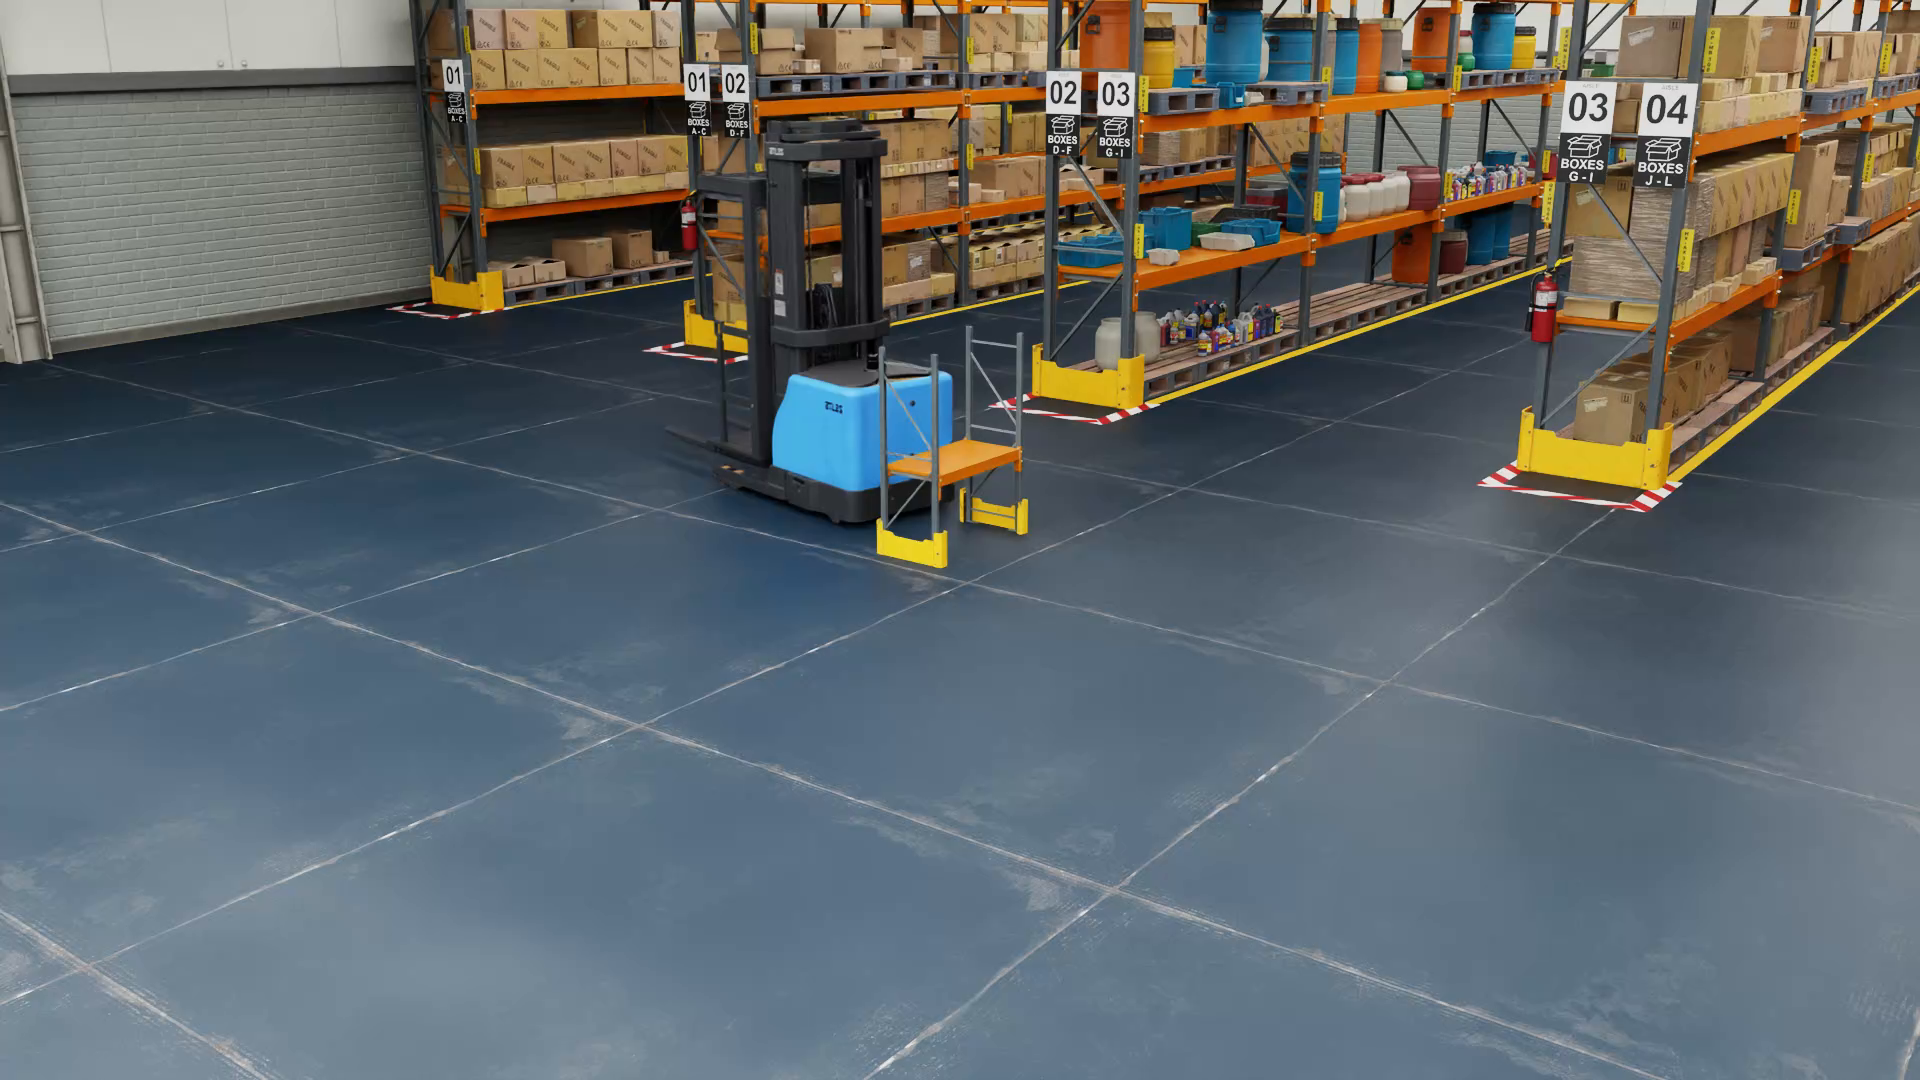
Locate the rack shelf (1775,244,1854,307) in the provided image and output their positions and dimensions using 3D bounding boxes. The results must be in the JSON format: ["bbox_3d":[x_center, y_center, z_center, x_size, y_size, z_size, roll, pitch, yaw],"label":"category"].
[{"bbox_3d":[8.828,-3.042,18.193,1.077,0.370,4.000,12,21,35],"label":"rack shelf"}]

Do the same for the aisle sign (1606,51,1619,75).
[{"bbox_3d":[11.087,-7.849,28.078,0.394,0.787,0.004,12,21,35],"label":"aisle sign"}]

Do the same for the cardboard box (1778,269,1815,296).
[{"bbox_3d":[9.337,-2.943,18.871,0.500,0.250,0.500,16,23,41],"label":"cardboard box"}]

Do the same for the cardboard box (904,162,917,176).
[{"bbox_3d":[-0.765,-4.731,21.158,0.380,0.149,0.250,12,21,35],"label":"cardboard box"}]

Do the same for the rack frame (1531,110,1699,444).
[{"bbox_3d":[5.253,-1.956,13.485,1.000,3.000,0.127,12,21,35],"label":"rack frame"}]

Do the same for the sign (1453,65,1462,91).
[{"bbox_3d":[6.488,-6.024,21.702,0.100,0.325,0.005,12,21,35],"label":"sign"}]

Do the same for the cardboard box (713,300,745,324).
[{"bbox_3d":[-2.618,-2.775,20.050,0.500,0.250,0.500,12,21,35],"label":"cardboard box"}]

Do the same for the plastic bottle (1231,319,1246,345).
[{"bbox_3d":[3.100,-2.328,18.535,0.152,0.276,0.135,13,21,36],"label":"plastic bottle"}]

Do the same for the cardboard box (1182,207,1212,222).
[{"bbox_3d":[3.786,-5.178,27.334,0.500,0.500,0.500,13,21,35],"label":"cardboard box"}]

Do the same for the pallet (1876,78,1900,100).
[{"bbox_3d":[10.361,-5.367,19.728,1.213,0.211,1.003,14,22,37],"label":"pallet"}]

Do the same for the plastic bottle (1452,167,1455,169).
[{"bbox_3d":[7.335,-5.410,24.805,0.061,0.283,0.133,12,21,35],"label":"plastic bottle"}]

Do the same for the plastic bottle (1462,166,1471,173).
[{"bbox_3d":[7.626,-5.500,25.107,0.152,0.276,0.135,12,21,35],"label":"plastic bottle"}]

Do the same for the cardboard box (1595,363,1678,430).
[{"bbox_3d":[5.968,-1.257,14.741,0.500,0.500,0.500,-13,22,-36],"label":"cardboard box"}]

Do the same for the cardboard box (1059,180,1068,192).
[{"bbox_3d":[1.352,-5.179,24.288,0.380,0.149,0.250,14,22,39],"label":"cardboard box"}]

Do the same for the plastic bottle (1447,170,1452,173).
[{"bbox_3d":[7.154,-5.312,24.499,0.152,0.276,0.135,12,21,35],"label":"plastic bottle"}]

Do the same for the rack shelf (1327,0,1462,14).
[{"bbox_3d":[4.851,-6.591,20.181,1.077,0.370,4.000,12,21,35],"label":"rack shelf"}]

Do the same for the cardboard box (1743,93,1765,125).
[{"bbox_3d":[6.655,-3.752,14.464,0.500,0.250,0.500,13,22,36],"label":"cardboard box"}]

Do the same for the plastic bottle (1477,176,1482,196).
[{"bbox_3d":[7.339,-5.019,23.565,0.097,0.271,0.097,0,17,0],"label":"plastic bottle"}]

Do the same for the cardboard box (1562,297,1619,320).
[{"bbox_3d":[5.257,-1.940,13.858,0.380,0.149,0.250,12,21,35],"label":"cardboard box"}]

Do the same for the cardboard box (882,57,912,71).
[{"bbox_3d":[-0.816,-5.905,20.621,0.380,0.149,0.250,12,21,35],"label":"cardboard box"}]

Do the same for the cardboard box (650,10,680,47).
[{"bbox_3d":[-4.378,-7.335,23.859,0.500,0.500,0.500,10,20,30],"label":"cardboard box"}]

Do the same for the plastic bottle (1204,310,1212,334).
[{"bbox_3d":[2.855,-2.516,19.148,0.097,0.271,0.097,0,17,0],"label":"plastic bottle"}]

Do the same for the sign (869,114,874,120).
[{"bbox_3d":[-1.473,-6.909,27.615,0.100,0.325,0.005,12,21,35],"label":"sign"}]

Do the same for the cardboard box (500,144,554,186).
[{"bbox_3d":[-5.852,-5.055,22.417,0.500,0.500,0.500,12,21,35],"label":"cardboard box"}]

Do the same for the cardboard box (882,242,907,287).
[{"bbox_3d":[-1.020,-3.520,21.184,0.500,0.500,0.500,12,21,35],"label":"cardboard box"}]

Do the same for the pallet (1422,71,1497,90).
[{"bbox_3d":[6.577,-6.244,22.553,1.003,0.211,1.213,12,21,35],"label":"pallet"}]

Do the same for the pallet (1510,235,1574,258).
[{"bbox_3d":[9.559,-4.832,27.446,1.003,0.211,1.213,12,21,35],"label":"pallet"}]

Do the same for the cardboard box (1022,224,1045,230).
[{"bbox_3d":[1.212,-4.569,24.881,0.500,0.311,0.500,12,21,33],"label":"cardboard box"}]

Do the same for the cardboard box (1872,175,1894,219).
[{"bbox_3d":[11.436,-4.342,20.998,0.500,0.500,0.500,13,21,35],"label":"cardboard box"}]

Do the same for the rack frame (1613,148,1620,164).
[{"bbox_3d":[10.809,-6.642,28.575,1.000,3.000,0.127,12,21,35],"label":"rack frame"}]

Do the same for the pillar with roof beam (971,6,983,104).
[{"bbox_3d":[3.649,-9.864,28.834,9.100,9.000,0.400,12,21,35],"label":"pillar with roof beam"}]

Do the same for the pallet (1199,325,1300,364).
[{"bbox_3d":[3.225,-2.300,19.293,1.003,0.211,1.213,12,21,35],"label":"pallet"}]

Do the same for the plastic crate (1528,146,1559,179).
[{"bbox_3d":[9.159,-5.917,26.031,0.402,0.464,0.583,12,21,35],"label":"plastic crate"}]

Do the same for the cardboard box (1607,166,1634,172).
[{"bbox_3d":[5.676,-2.918,14.227,0.500,0.500,0.500,12,21,35],"label":"cardboard box"}]

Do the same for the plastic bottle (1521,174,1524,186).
[{"bbox_3d":[8.403,-5.411,24.946,0.097,0.201,0.097,0,17,0],"label":"plastic bottle"}]

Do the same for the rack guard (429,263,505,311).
[{"bbox_3d":[-6.635,-3.406,22.370,1.175,0.500,0.348,12,21,35],"label":"rack guard"}]

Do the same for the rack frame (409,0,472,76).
[{"bbox_3d":[-6.681,-7.447,21.051,1.000,3.000,0.127,12,21,35],"label":"rack frame"}]

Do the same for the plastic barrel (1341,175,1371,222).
[{"bbox_3d":[4.842,-4.213,20.523,0.433,0.535,0.433,0,17,0],"label":"plastic barrel"}]

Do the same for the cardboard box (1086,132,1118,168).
[{"bbox_3d":[2.351,-6.031,25.731,0.700,0.500,0.500,5,18,16],"label":"cardboard box"}]

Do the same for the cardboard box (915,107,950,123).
[{"bbox_3d":[-0.523,-7.478,29.298,0.500,0.250,0.500,12,21,34],"label":"cardboard box"}]

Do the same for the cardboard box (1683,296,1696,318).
[{"bbox_3d":[5.940,-1.975,13.969,0.380,0.149,0.250,12,21,35],"label":"cardboard box"}]

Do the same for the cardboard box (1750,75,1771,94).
[{"bbox_3d":[6.894,-4.017,14.644,0.380,0.149,0.250,14,22,37],"label":"cardboard box"}]

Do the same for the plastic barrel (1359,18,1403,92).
[{"bbox_3d":[5.379,-6.251,21.414,0.600,0.901,0.600,0,17,0],"label":"plastic barrel"}]

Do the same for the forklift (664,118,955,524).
[{"bbox_3d":[-1.379,-1.891,13.391,1.130,2.935,3.031,-14,22,-38],"label":"forklift"}]

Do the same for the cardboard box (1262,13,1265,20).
[{"bbox_3d":[4.709,-8.646,28.115,0.700,0.500,0.500,12,21,35],"label":"cardboard box"}]

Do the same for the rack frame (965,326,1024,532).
[{"bbox_3d":[0.252,-0.817,12.346,0.500,1.500,0.032,12,21,35],"label":"rack frame"}]

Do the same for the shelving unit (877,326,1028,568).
[{"bbox_3d":[-0.045,-0.698,11.963,0.587,1.500,1.083,12,21,35],"label":"shelving unit"}]

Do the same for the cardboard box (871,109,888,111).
[{"bbox_3d":[-1.541,-7.321,28.794,0.500,0.250,0.500,12,21,33],"label":"cardboard box"}]

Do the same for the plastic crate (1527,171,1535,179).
[{"bbox_3d":[8.818,-5.678,25.813,0.396,0.136,0.243,12,21,35],"label":"plastic crate"}]

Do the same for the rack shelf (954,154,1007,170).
[{"bbox_3d":[-0.722,-6.620,29.717,1.077,0.370,4.000,12,21,35],"label":"rack shelf"}]

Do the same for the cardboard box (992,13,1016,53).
[{"bbox_3d":[0.403,-6.859,22.497,0.500,0.500,0.500,15,23,40],"label":"cardboard box"}]

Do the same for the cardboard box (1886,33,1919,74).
[{"bbox_3d":[12.066,-6.355,21.716,0.700,0.500,0.500,13,22,36],"label":"cardboard box"}]

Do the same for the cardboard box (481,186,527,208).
[{"bbox_3d":[-6.135,-4.580,22.154,0.500,0.250,0.500,12,21,33],"label":"cardboard box"}]
